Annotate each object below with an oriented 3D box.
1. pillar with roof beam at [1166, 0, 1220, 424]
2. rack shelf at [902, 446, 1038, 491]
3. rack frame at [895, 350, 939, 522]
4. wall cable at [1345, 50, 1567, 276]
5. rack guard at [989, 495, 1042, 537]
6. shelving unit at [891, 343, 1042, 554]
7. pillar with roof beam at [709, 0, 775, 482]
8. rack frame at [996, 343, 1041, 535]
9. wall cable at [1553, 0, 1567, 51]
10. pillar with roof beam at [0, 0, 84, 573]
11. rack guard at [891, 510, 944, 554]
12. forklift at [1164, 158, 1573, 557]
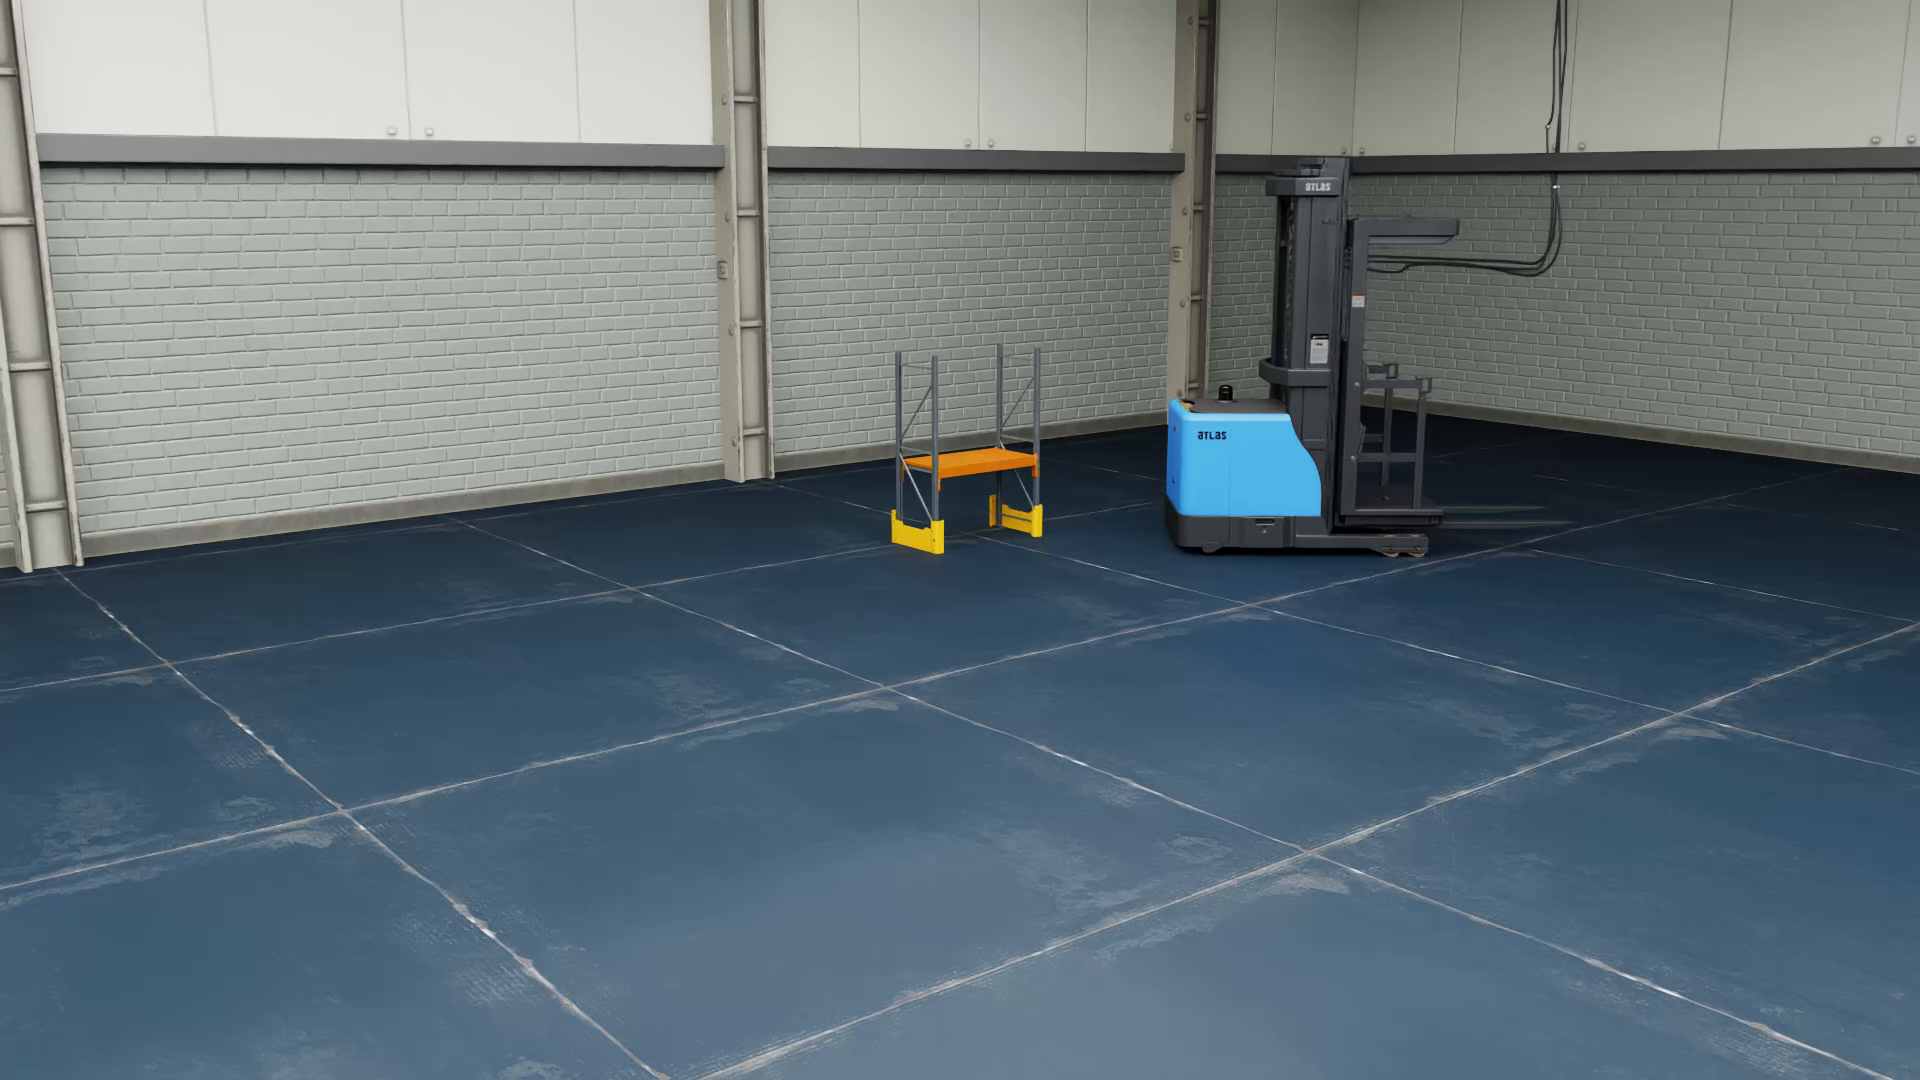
[{"bbox_3d":[5.356,-5.074,15.361,0.400,9.000,9.100,-9,15,-38],"label":"pillar with roof beam"},{"bbox_3d":[0.067,-0.569,13.062,1.000,0.185,0.538,-9,15,-38],"label":"rack shelf"},{"bbox_3d":[-0.330,-0.679,12.714,0.032,1.500,0.500,-9,15,-38],"label":"rack frame"},{"bbox_3d":[5.793,-4.421,19.762,0.112,2.526,3.097,-9,15,-38],"label":"wall cable"},{"bbox_3d":[0.448,-0.197,13.454,0.087,0.250,0.587,-9,15,-38],"label":"rack guard"},{"bbox_3d":[0.060,-0.744,13.020,1.083,1.500,0.587,-9,15,-38],"label":"shelving unit"},{"bbox_3d":[0.671,-4.296,11.694,0.400,9.000,9.100,-9,15,-38],"label":"pillar with roof beam"},{"bbox_3d":[0.464,-0.811,13.336,0.032,1.500,0.500,-9,15,-38],"label":"rack frame"},{"bbox_3d":[7.483,-6.453,17.171,0.112,2.526,3.097,-9,15,-38],"label":"wall cable"},{"bbox_3d":[-4.014,-3.517,8.028,0.400,9.000,9.100,-9,15,-38],"label":"pillar with roof beam"},{"bbox_3d":[-0.329,-0.068,12.845,0.087,0.250,0.587,-9,15,-38],"label":"rack guard"},{"bbox_3d":[3.163,-1.416,12.742,3.031,2.935,1.130,0,12,0],"label":"forklift"}]
